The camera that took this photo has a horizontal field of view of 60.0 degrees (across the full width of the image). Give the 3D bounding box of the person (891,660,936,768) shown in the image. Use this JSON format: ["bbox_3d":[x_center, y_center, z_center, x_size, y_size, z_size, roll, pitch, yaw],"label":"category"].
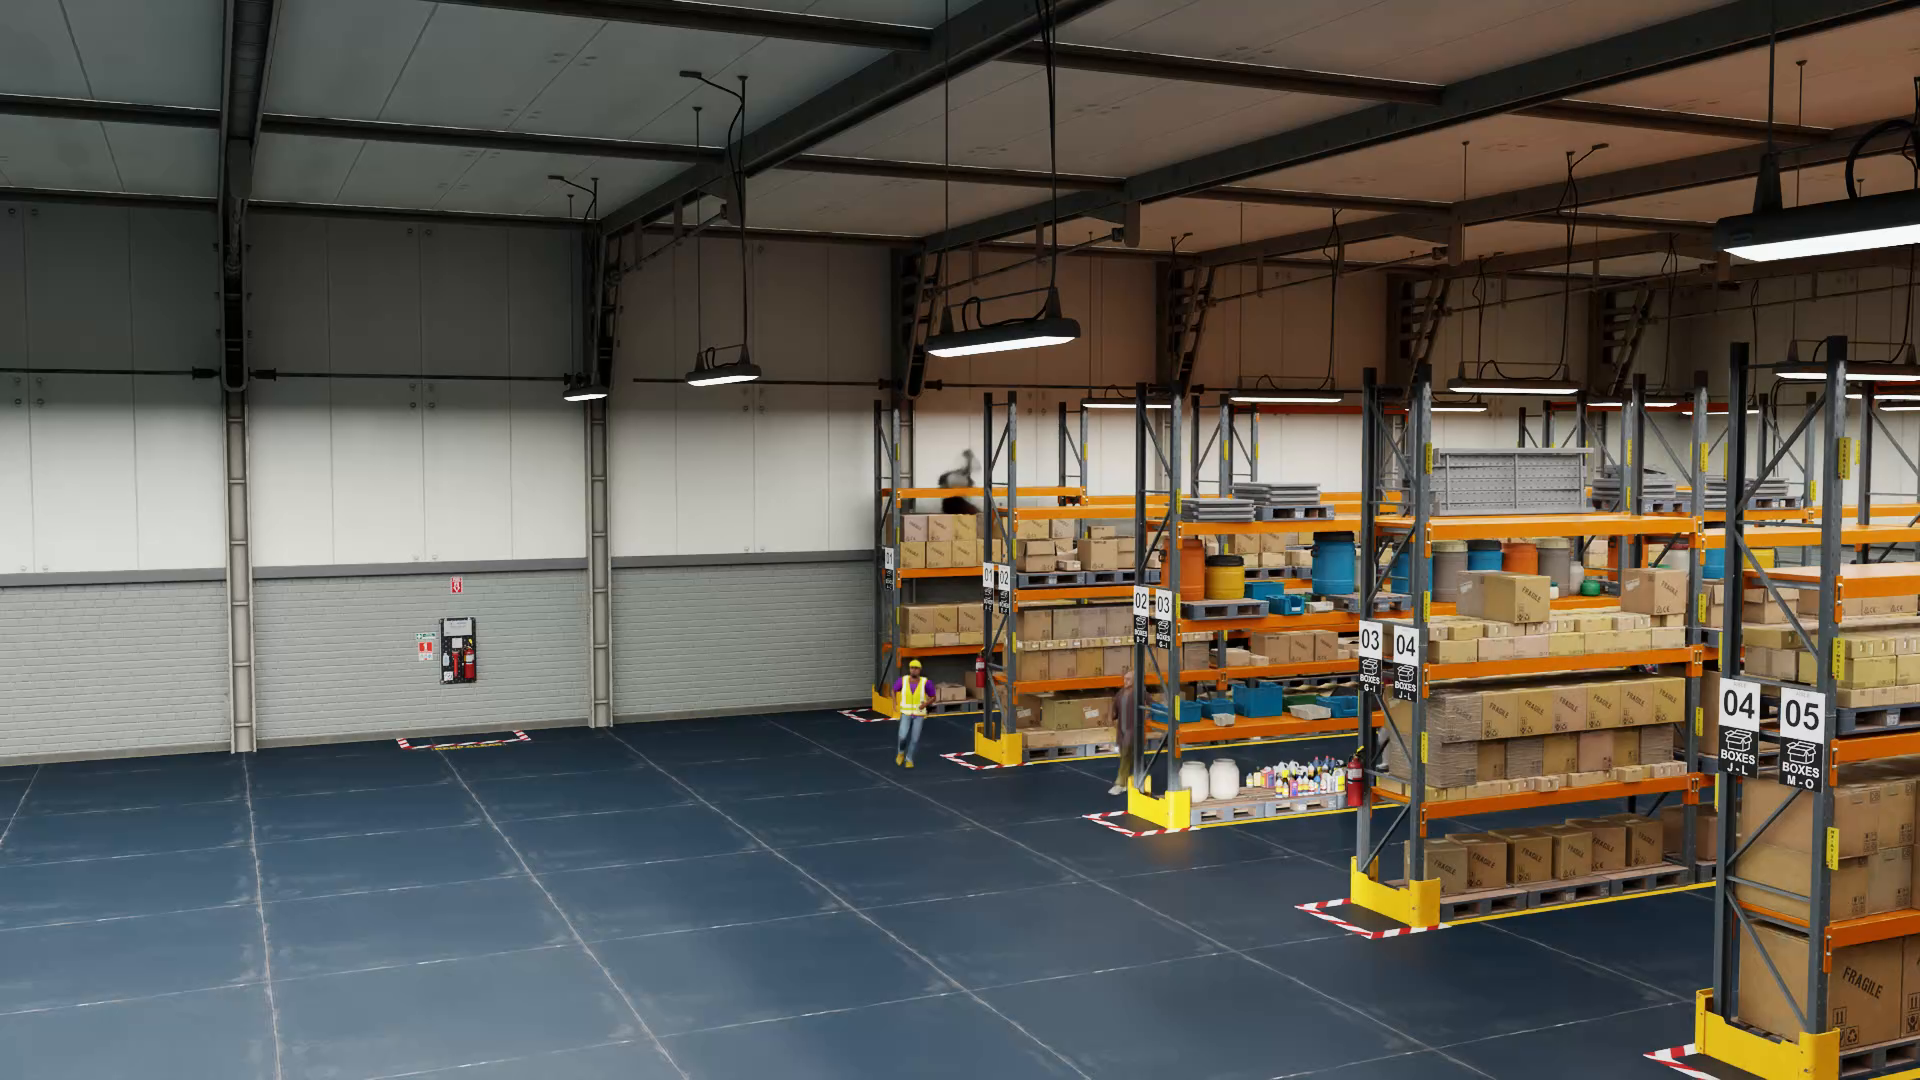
[{"bbox_3d":[-0.733,2.738,26.119,0.719,1.721,0.542,0,3,2],"label":"person"}]

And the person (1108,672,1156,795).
[{"bbox_3d":[2.546,2.834,24.675,0.957,1.784,0.741,-3,4,-42],"label":"person"}]

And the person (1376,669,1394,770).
[{"bbox_3d":[6.928,2.763,26.329,0.826,1.735,0.715,-2,4,-25],"label":"person"}]
